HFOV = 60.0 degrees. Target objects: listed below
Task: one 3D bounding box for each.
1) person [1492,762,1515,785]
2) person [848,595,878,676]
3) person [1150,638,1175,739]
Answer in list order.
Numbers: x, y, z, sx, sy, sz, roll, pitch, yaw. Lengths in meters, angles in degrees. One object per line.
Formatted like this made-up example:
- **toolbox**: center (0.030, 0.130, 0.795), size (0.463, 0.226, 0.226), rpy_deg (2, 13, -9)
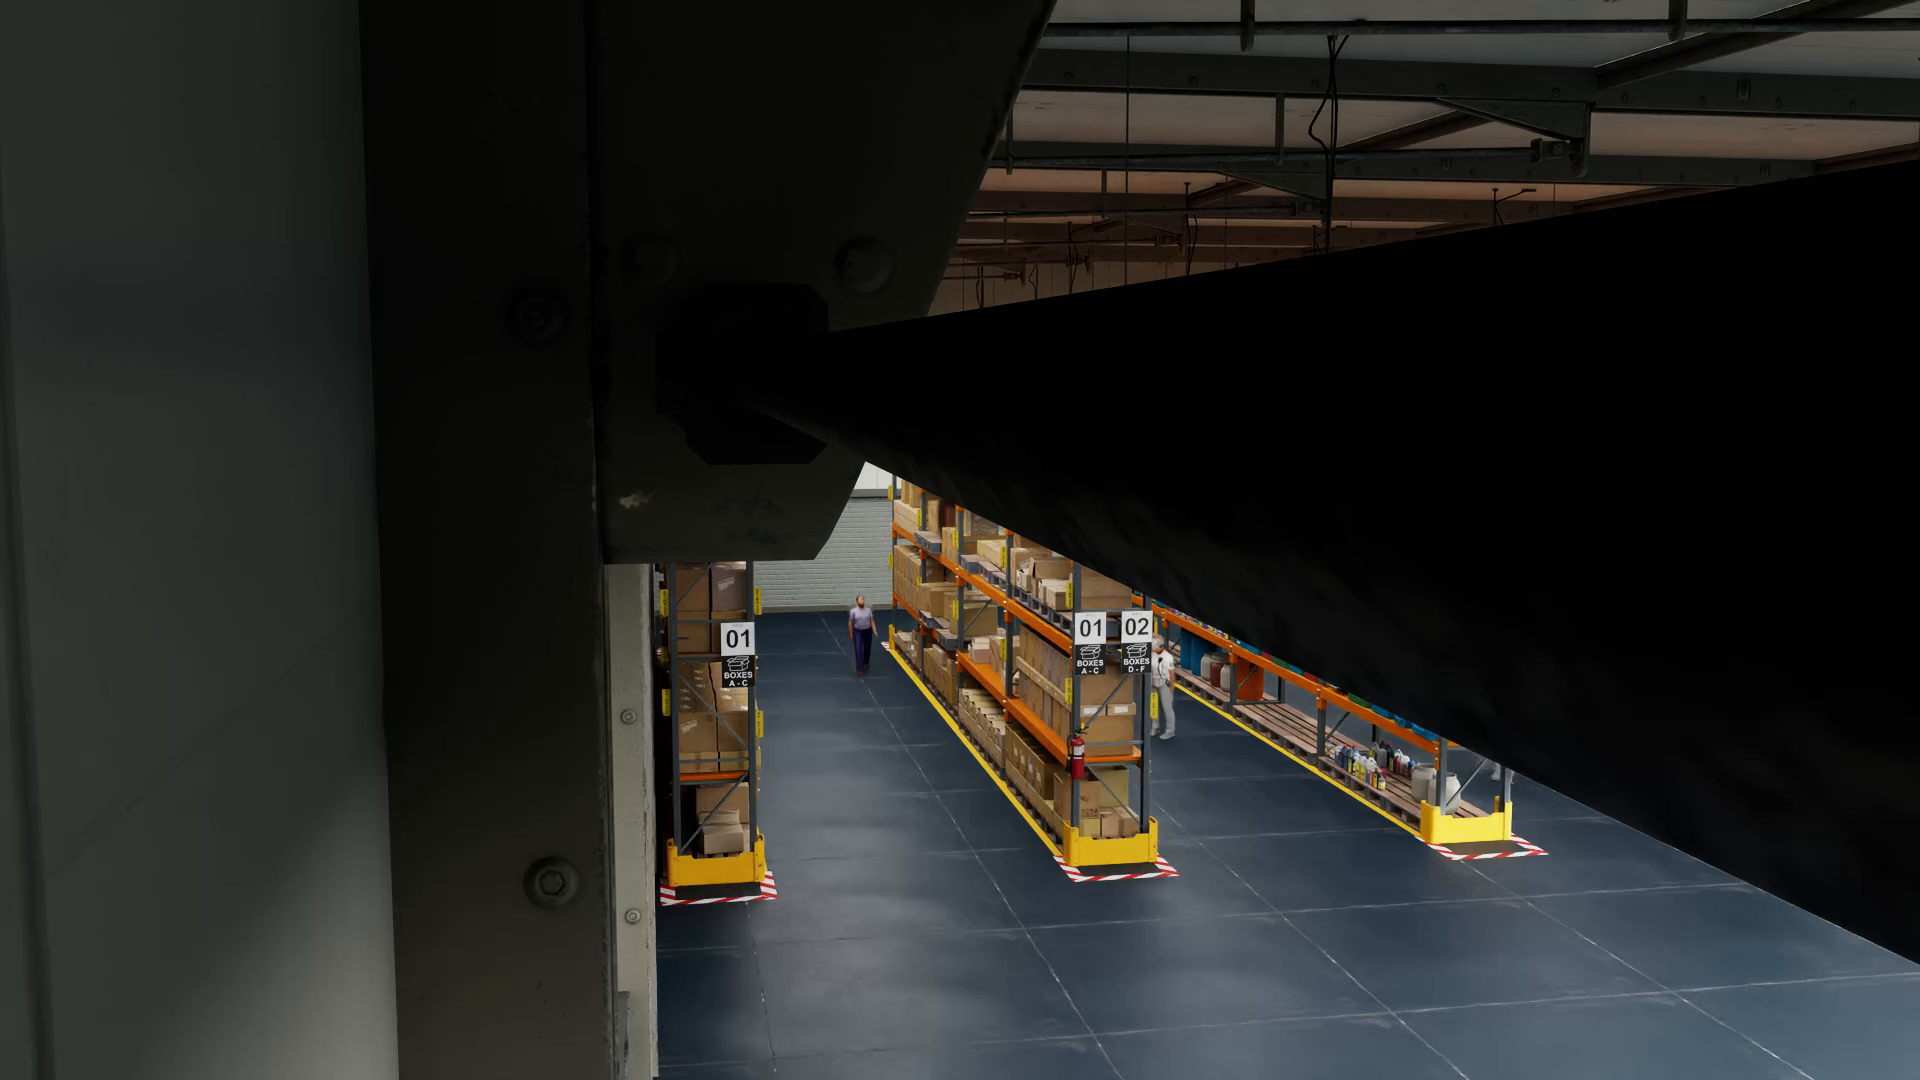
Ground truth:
- **person**: center (8.162, 2.795, 25.077), size (0.379, 1.709, 0.589), rpy_deg (-4, 7, -34)
- **person**: center (-1.965, 1.908, 33.602), size (0.564, 1.583, 0.976), rpy_deg (-1, 6, -10)
- **person**: center (3.405, 2.481, 28.039), size (0.435, 1.657, 0.565), rpy_deg (-4, 7, -30)
